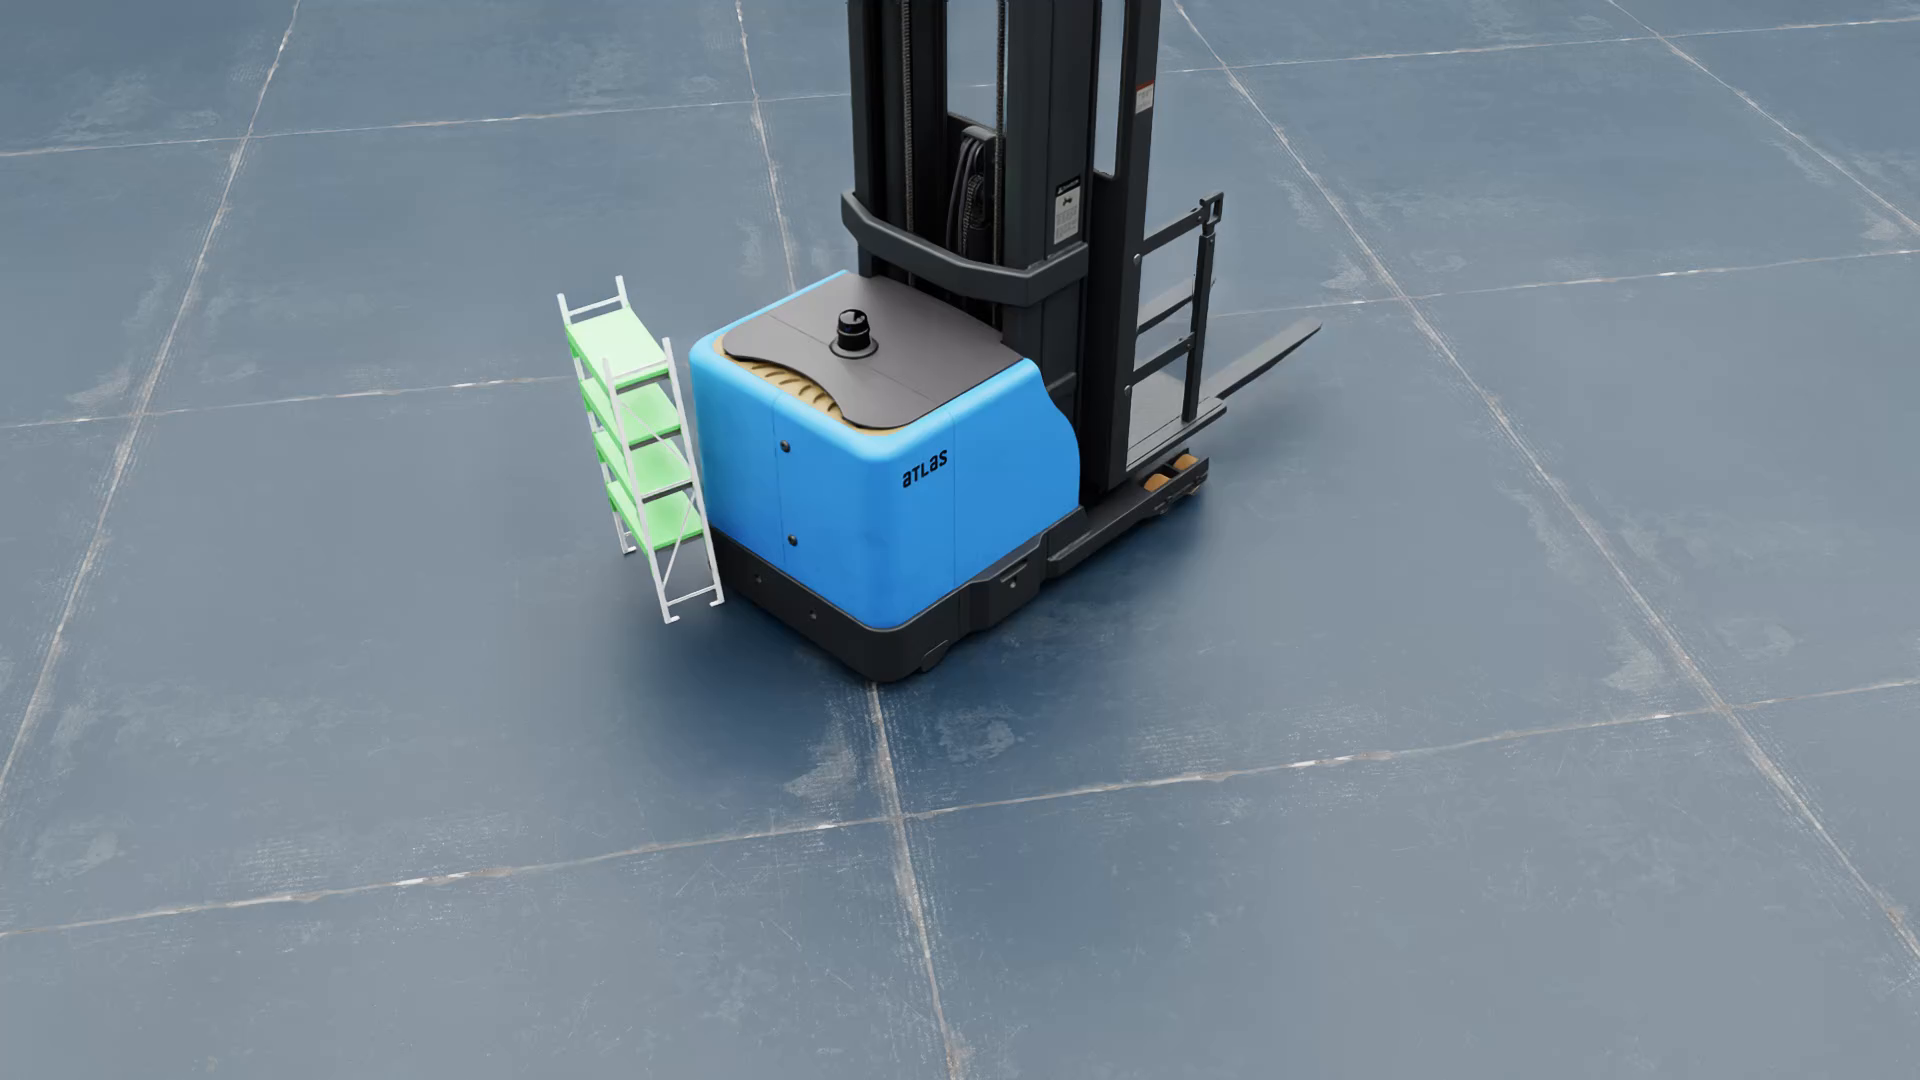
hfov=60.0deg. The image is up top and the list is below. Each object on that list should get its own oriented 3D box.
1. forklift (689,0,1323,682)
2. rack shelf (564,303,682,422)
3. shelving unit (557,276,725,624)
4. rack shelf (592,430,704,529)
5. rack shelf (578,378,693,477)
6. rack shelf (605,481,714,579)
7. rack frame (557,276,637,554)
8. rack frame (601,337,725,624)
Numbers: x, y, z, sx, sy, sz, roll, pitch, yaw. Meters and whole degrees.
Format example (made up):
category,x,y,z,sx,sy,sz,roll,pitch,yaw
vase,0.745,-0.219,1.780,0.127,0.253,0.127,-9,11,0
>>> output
category,x,y,z,sx,sy,sz,roll,pitch,yaw
forklift,0.397,-1.458,6.238,1.130,2.935,3.031,30,47,33
rack shelf,-1.199,-0.636,5.899,0.258,0.148,0.480,-21,42,-19
shelving unit,-1.171,-0.317,6.165,0.258,1.200,0.503,-21,42,-19
rack shelf,-1.167,-0.268,6.206,0.258,0.148,0.480,-21,42,-19
rack shelf,-1.183,-0.452,6.053,0.258,0.148,0.480,-21,42,-19
rack shelf,-1.151,-0.084,6.359,0.258,0.148,0.480,-21,42,-19
rack frame,-1.286,-0.449,6.335,0.240,1.200,0.015,-21,42,-19
rack frame,-1.057,-0.185,5.995,0.240,1.200,0.015,-21,42,-19
